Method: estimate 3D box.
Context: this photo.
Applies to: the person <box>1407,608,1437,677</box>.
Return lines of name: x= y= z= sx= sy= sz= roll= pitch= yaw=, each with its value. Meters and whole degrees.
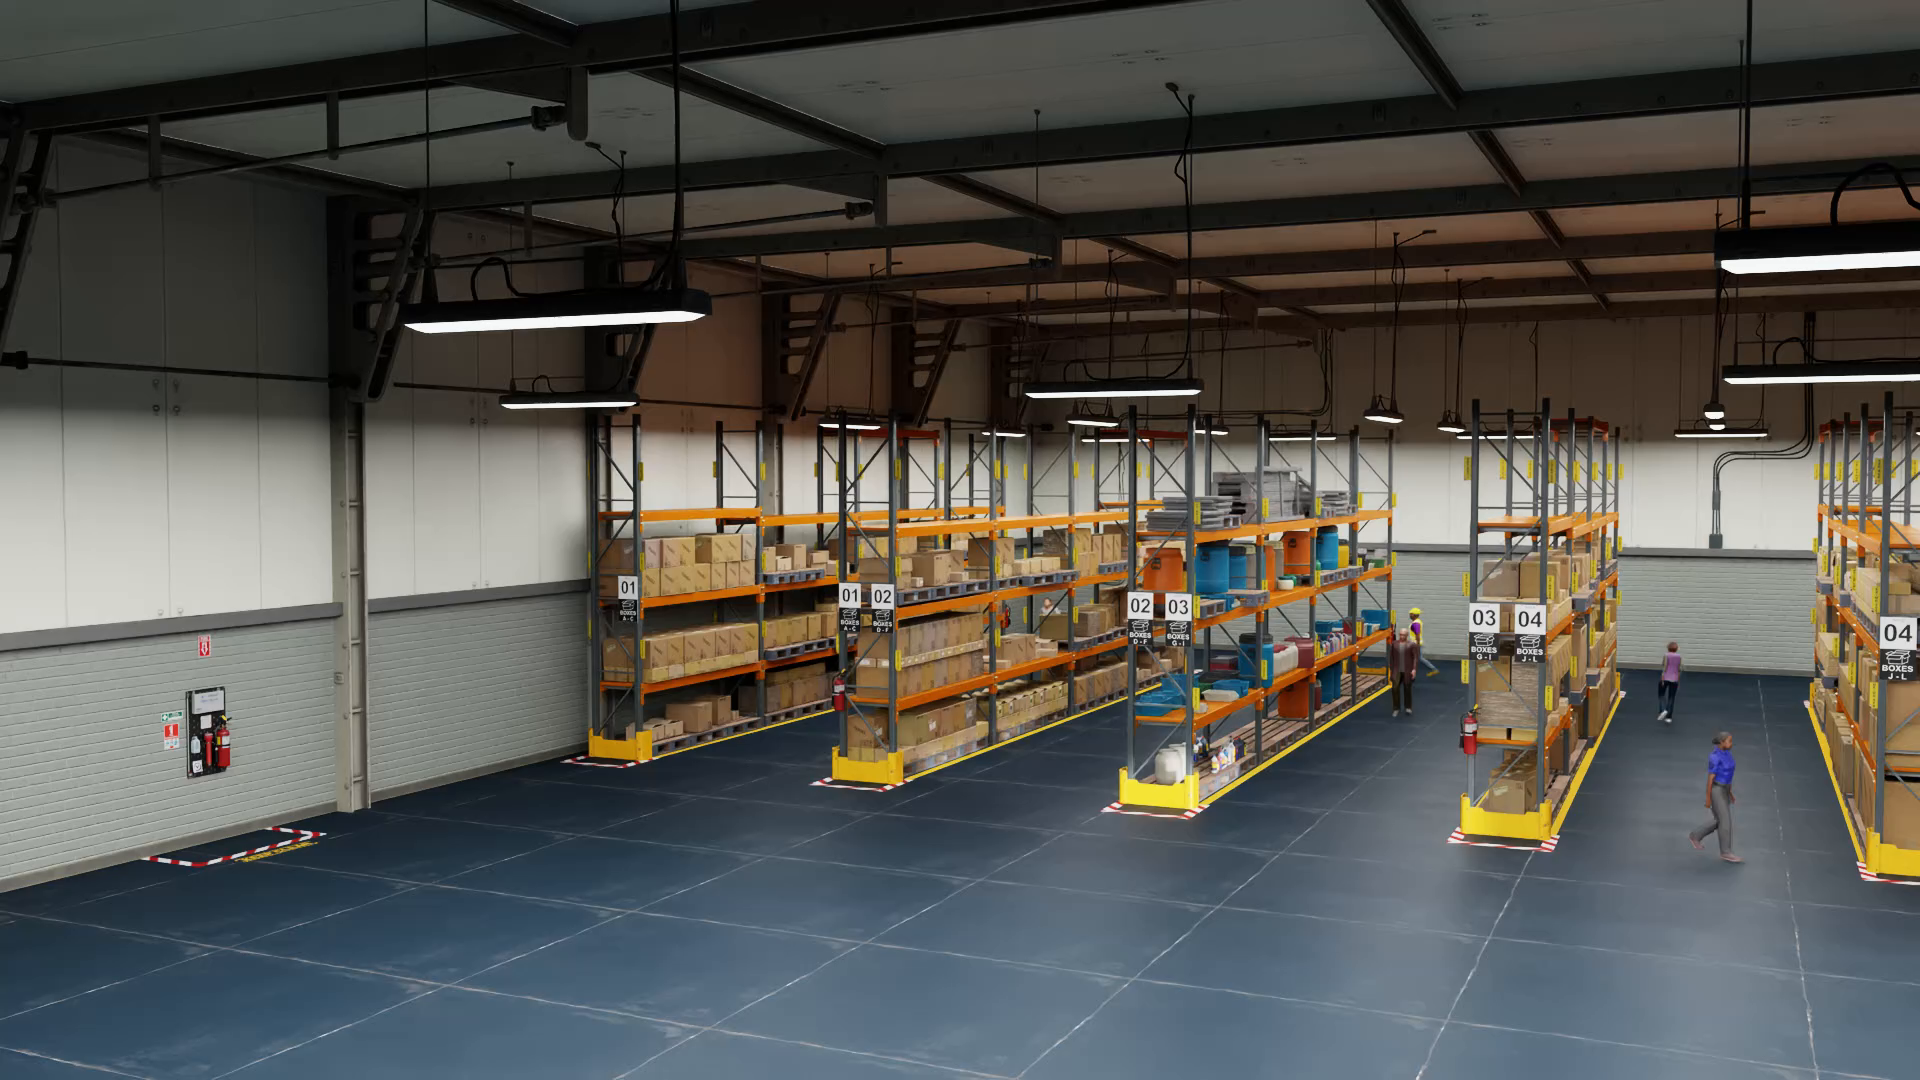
person: x=10.943 y=2.491 z=39.934 sx=0.977 sy=1.735 sz=0.559 roll=1 pitch=3 yaw=28

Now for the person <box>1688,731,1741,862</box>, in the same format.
person: x=9.819 y=3.289 z=21.602 sx=0.725 sy=1.641 sz=0.476 roll=2 pitch=3 yaw=38

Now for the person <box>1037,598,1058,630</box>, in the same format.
person: x=2.377 y=2.365 z=44.626 sx=0.592 sy=1.615 sz=0.543 roll=1 pitch=2 yaw=17

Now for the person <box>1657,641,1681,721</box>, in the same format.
person: x=14.168 y=2.839 z=33.193 sx=0.432 sy=1.622 sz=0.486 roll=1 pitch=2 yaw=19

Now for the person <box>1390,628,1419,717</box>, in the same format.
person: x=9.116 y=2.727 z=34.166 sx=0.625 sy=1.828 sz=0.640 roll=1 pitch=3 yaw=32
